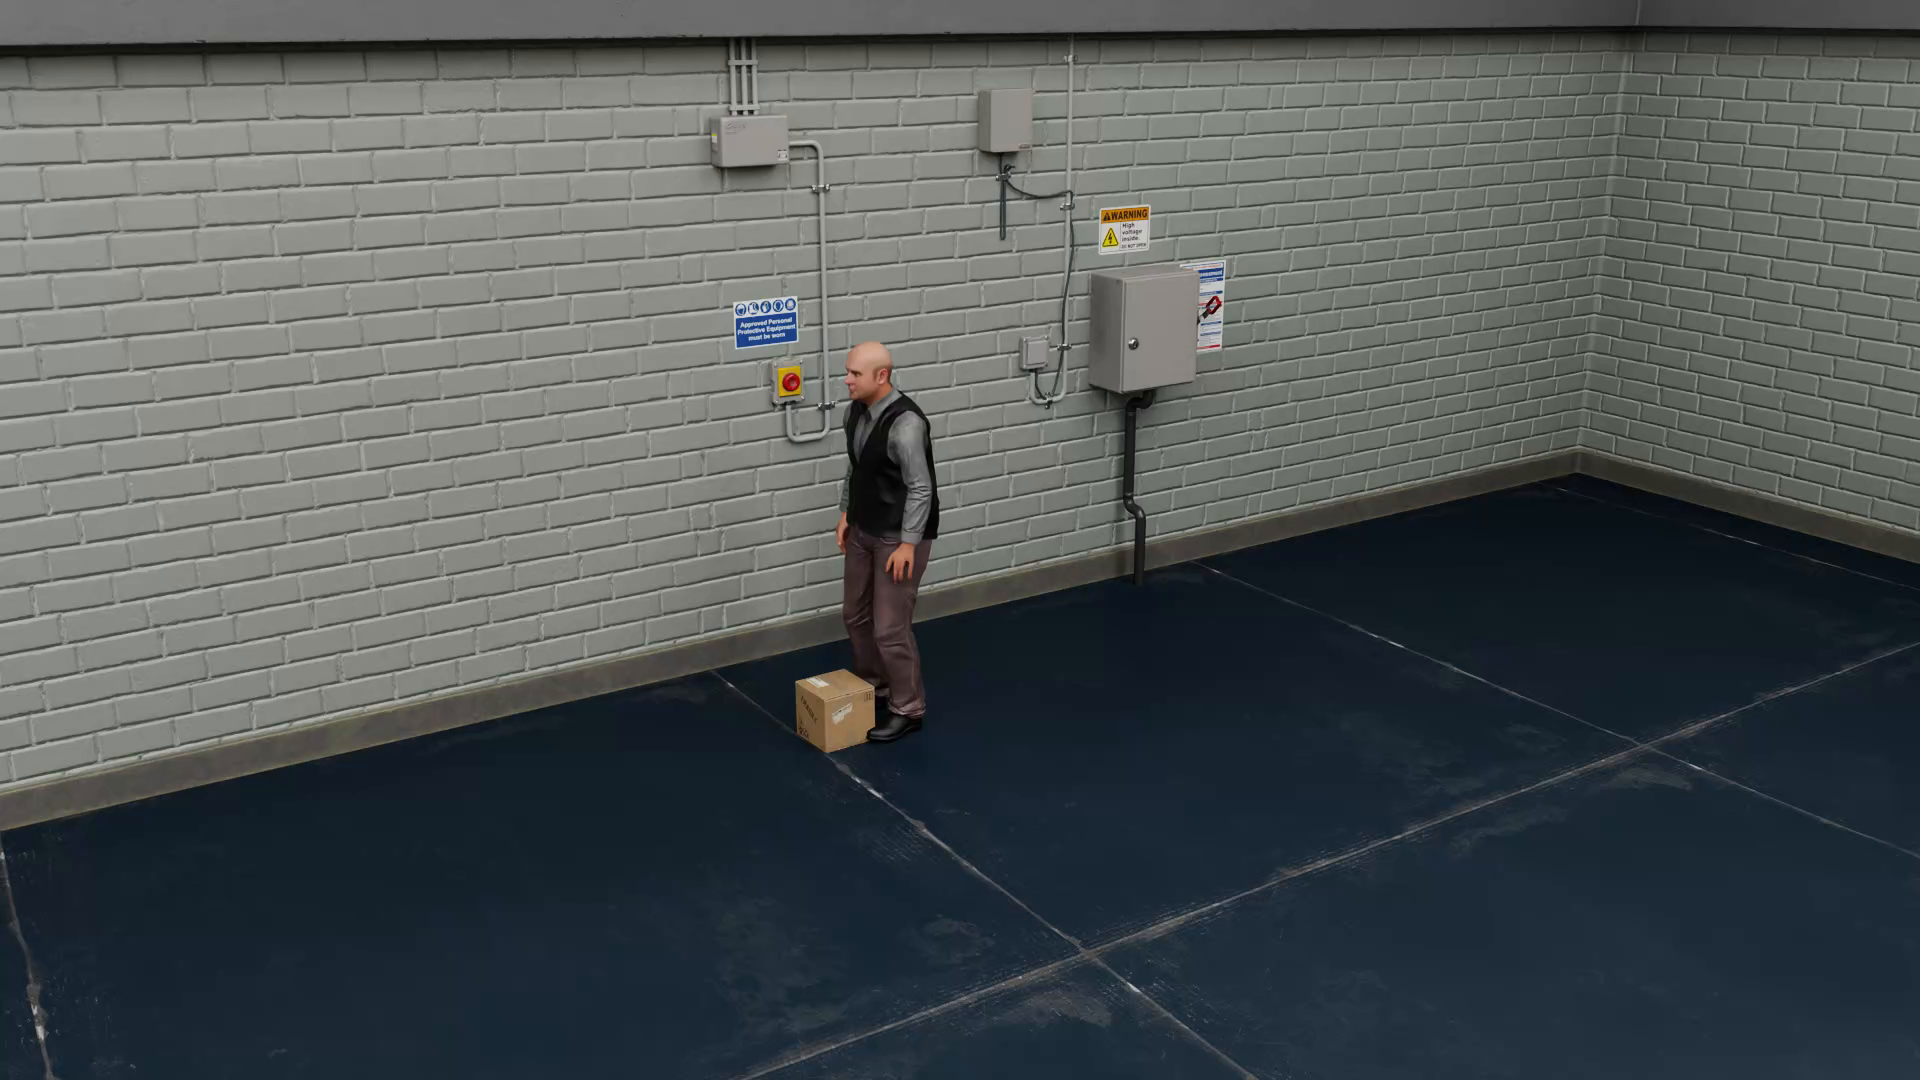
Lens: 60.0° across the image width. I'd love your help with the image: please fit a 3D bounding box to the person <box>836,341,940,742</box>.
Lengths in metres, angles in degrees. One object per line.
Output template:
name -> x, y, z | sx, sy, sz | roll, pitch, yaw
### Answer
person -> -0.314, -0.012, 7.131 | 0.416, 1.721, 0.580 | -11, 21, -31
